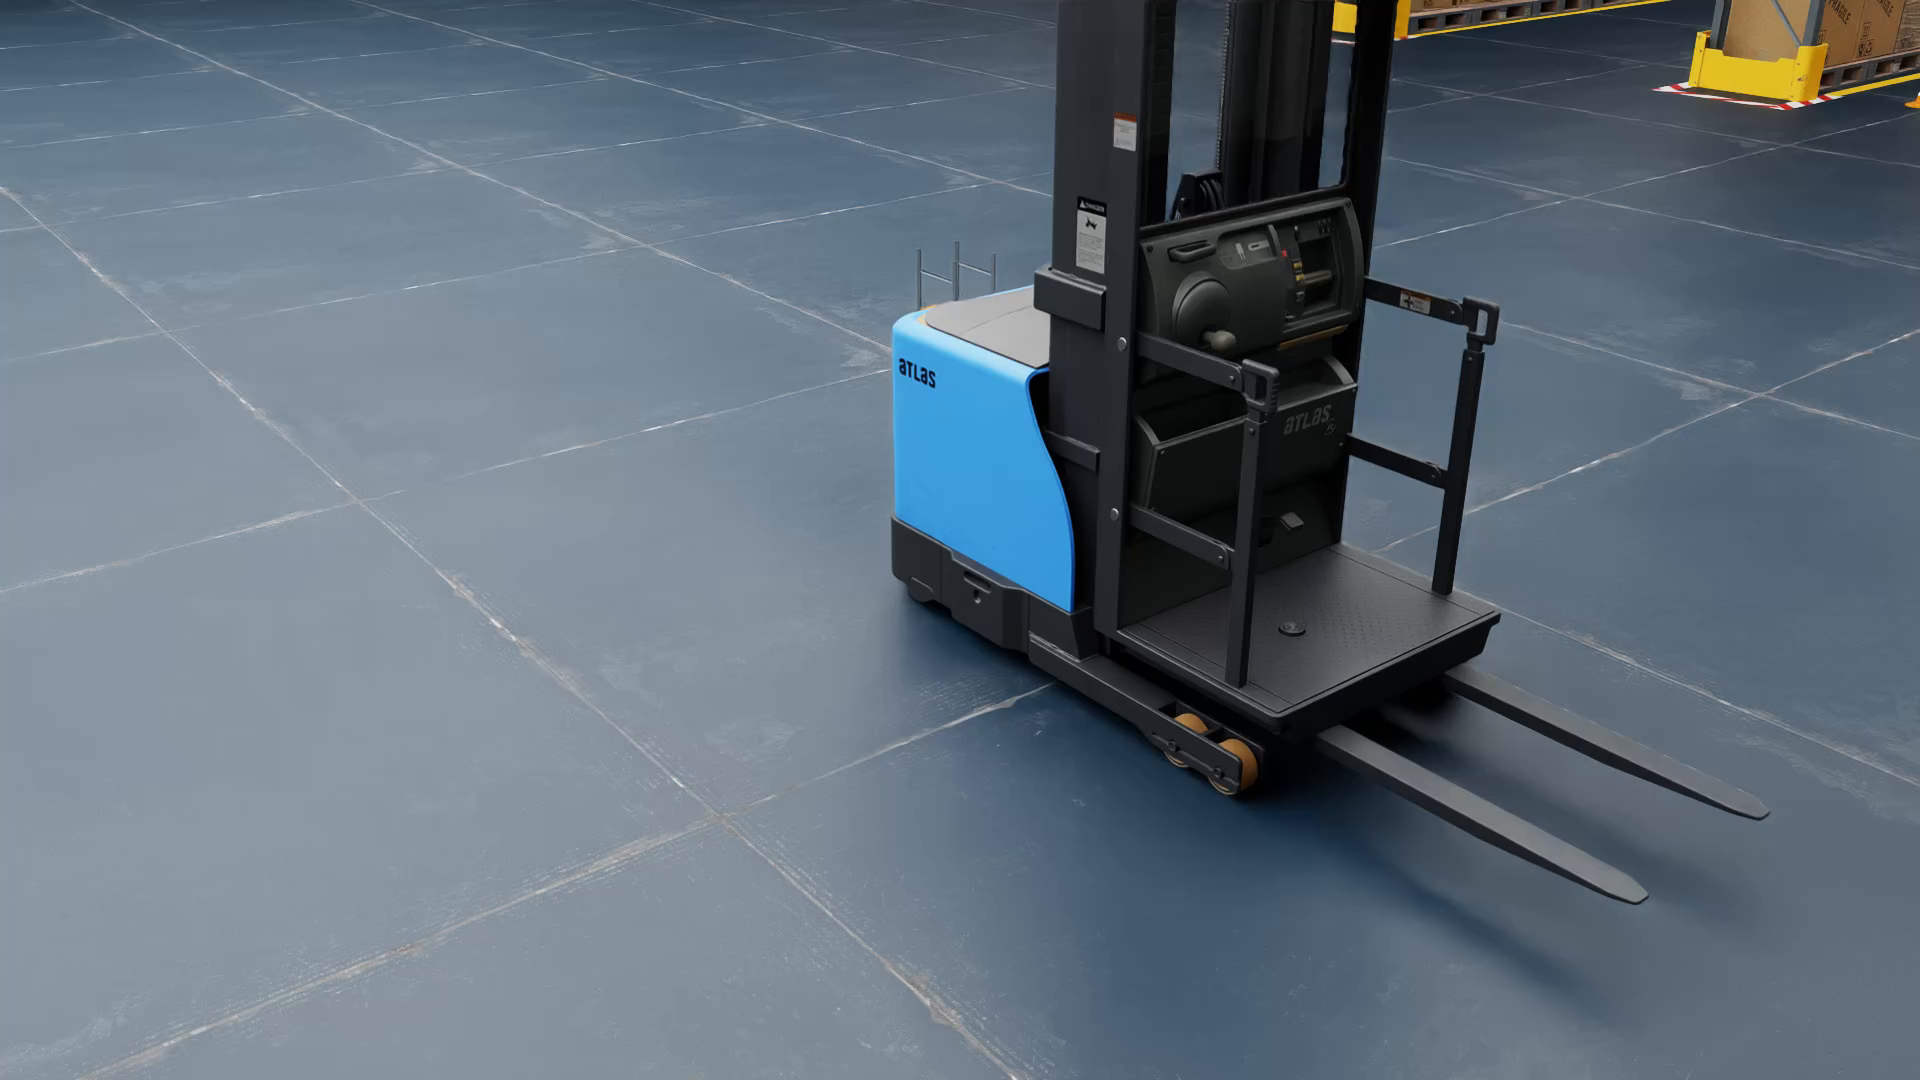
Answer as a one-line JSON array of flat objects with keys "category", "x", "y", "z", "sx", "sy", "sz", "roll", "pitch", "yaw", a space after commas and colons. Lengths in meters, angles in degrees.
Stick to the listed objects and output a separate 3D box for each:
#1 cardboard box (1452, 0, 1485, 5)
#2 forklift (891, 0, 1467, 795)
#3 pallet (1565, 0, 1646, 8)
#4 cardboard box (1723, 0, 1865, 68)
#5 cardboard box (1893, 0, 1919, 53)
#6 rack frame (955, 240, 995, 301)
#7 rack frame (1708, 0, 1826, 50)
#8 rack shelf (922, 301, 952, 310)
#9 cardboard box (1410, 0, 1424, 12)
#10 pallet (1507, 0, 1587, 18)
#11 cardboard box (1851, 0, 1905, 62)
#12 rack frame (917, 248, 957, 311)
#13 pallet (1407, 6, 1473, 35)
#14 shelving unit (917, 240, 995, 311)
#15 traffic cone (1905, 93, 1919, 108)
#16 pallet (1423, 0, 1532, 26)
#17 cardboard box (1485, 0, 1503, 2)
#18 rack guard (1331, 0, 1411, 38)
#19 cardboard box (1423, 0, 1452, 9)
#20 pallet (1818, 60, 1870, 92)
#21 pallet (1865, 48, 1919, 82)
[{"category": "cardboard box", "x": 6.155, "y": -6.915, "z": 20.556, "sx": 0.500, "sy": 0.500, "sz": 0.500, "roll": -15, "pitch": 29, "yaw": -29}, {"category": "forklift", "x": 1.047, "y": -0.790, "z": 4.970, "sx": 1.130, "sy": 2.935, "sz": 3.031, "roll": -18, "pitch": 31, "yaw": -34}, {"category": "pallet", "x": 8.459, "y": -7.355, "z": 22.348, "sx": 1.213, "sy": 0.211, "sz": 1.003, "roll": -18, "pitch": 31, "yaw": -34}, {"category": "cardboard box", "x": 8.174, "y": -5.134, "z": 16.274, "sx": 0.875, "sy": 0.875, "sz": 0.875, "roll": -18, "pitch": 30, "yaw": -34}, {"category": "cardboard box", "x": 9.583, "y": -5.599, "z": 17.277, "sx": 0.875, "sy": 0.875, "sz": 0.875, "roll": -18, "pitch": 30, "yaw": -34}, {"category": "rack frame", "x": 0.056, "y": -0.567, "z": 6.546, "sx": 0.006, "sy": 1.200, "sz": 0.240, "roll": -18, "pitch": 31, "yaw": -34}, {"category": "rack frame", "x": 7.681, "y": -5.709, "z": 15.488, "sx": 0.127, "sy": 3.000, "sz": 1.000, "roll": -18, "pitch": 31, "yaw": -34}, {"category": "rack shelf", "x": -0.016, "y": -0.829, "z": 6.362, "sx": 0.180, "sy": 0.103, "sz": 0.258, "roll": -18, "pitch": 31, "yaw": -34}, {"category": "cardboard box", "x": 5.201, "y": -6.592, "z": 19.861, "sx": 0.500, "sy": 0.500, "sz": 0.500, "roll": -12, "pitch": 28, "yaw": -25}, {"category": "pallet", "x": 7.341, "y": -6.966, "z": 21.510, "sx": 1.213, "sy": 0.211, "sz": 1.003, "roll": -18, "pitch": 31, "yaw": -34}, {"category": "cardboard box", "x": 8.865, "y": -5.363, "z": 16.768, "sx": 0.875, "sy": 0.875, "sz": 0.875, "roll": -19, "pitch": 31, "yaw": -35}, {"category": "rack frame", "x": -0.088, "y": -0.519, "z": 6.443, "sx": 0.006, "sy": 1.200, "sz": 0.240, "roll": -18, "pitch": 31, "yaw": -34}, {"category": "pallet", "x": 5.421, "y": -6.333, "z": 20.144, "sx": 1.213, "sy": 0.211, "sz": 1.003, "roll": -18, "pitch": 31, "yaw": -34}, {"category": "shelving unit", "x": -0.016, "y": -0.543, "z": 6.494, "sx": 0.189, "sy": 1.200, "sz": 0.258, "roll": -18, "pitch": 31, "yaw": -34}, {"category": "traffic cone", "x": 8.975, "y": -4.226, "z": 15.306, "sx": 0.334, "sy": 0.463, "sz": 0.336, "roll": -18, "pitch": 31, "yaw": -34}, {"category": "pallet", "x": 6.380, "y": -6.648, "z": 20.823, "sx": 1.213, "sy": 0.211, "sz": 1.003, "roll": -18, "pitch": 31, "yaw": -34}, {"category": "cardboard box", "x": 6.622, "y": -7.045, "z": 20.837, "sx": 0.500, "sy": 0.500, "sz": 0.500, "roll": -22, "pitch": 33, "yaw": -38}, {"category": "rack guard", "x": 4.759, "y": -6.264, "z": 19.654, "sx": 0.348, "sy": 0.500, "sz": 1.175, "roll": -18, "pitch": 31, "yaw": -34}, {"category": "cardboard box", "x": 5.651, "y": -6.758, "z": 20.220, "sx": 0.500, "sy": 0.500, "sz": 0.500, "roll": -10, "pitch": 27, "yaw": -21}, {"category": "pallet", "x": 8.262, "y": -4.678, "z": 16.579, "sx": 1.213, "sy": 0.211, "sz": 1.003, "roll": -18, "pitch": 31, "yaw": -34}, {"category": "pallet", "x": 9.221, "y": -4.993, "z": 17.258, "sx": 1.213, "sy": 0.211, "sz": 1.003, "roll": -18, "pitch": 31, "yaw": -34}]
